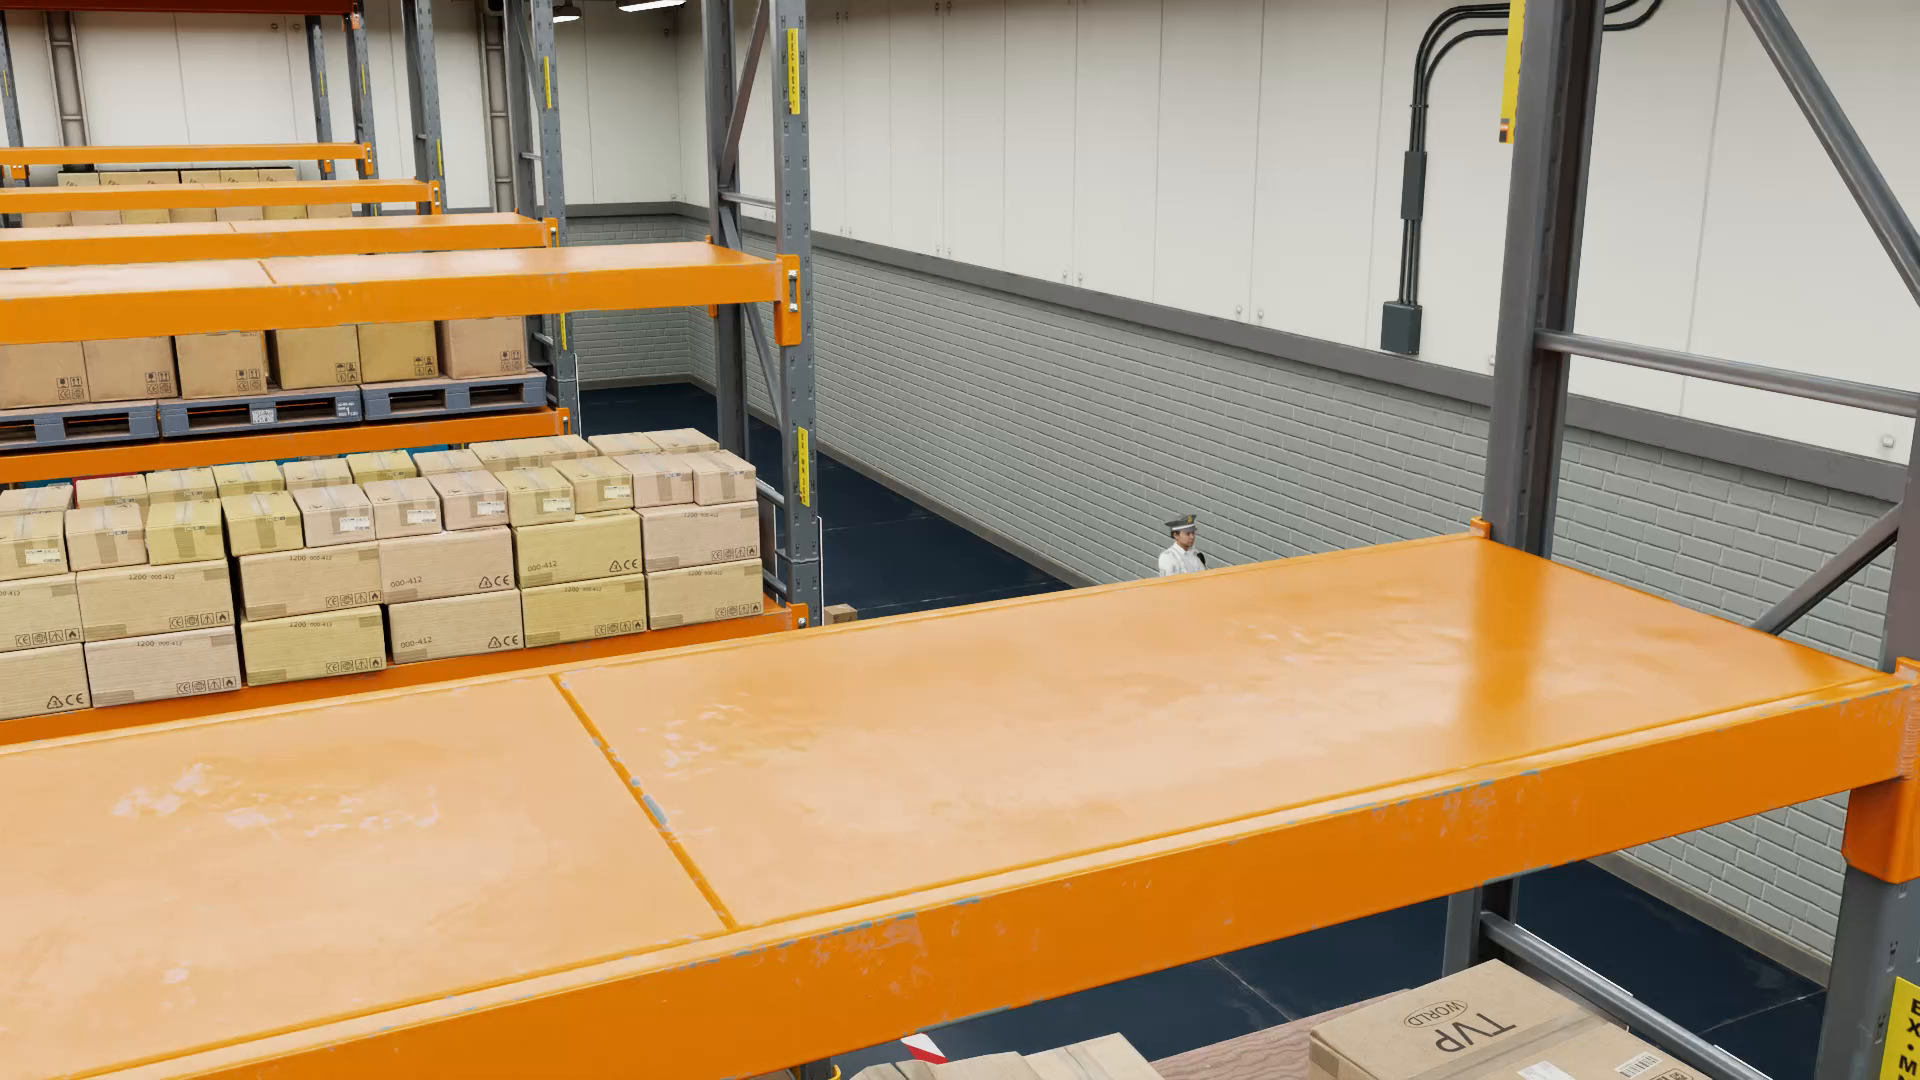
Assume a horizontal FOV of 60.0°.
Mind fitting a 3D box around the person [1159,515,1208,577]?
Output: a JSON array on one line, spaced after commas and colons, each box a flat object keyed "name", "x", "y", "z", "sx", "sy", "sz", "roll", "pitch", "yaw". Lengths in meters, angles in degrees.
[{"name": "person", "x": 1.805, "y": 0.605, "z": 13.501, "sx": 0.461, "sy": 1.694, "sz": 0.354, "roll": -15, "pitch": 21, "yaw": -43}]
